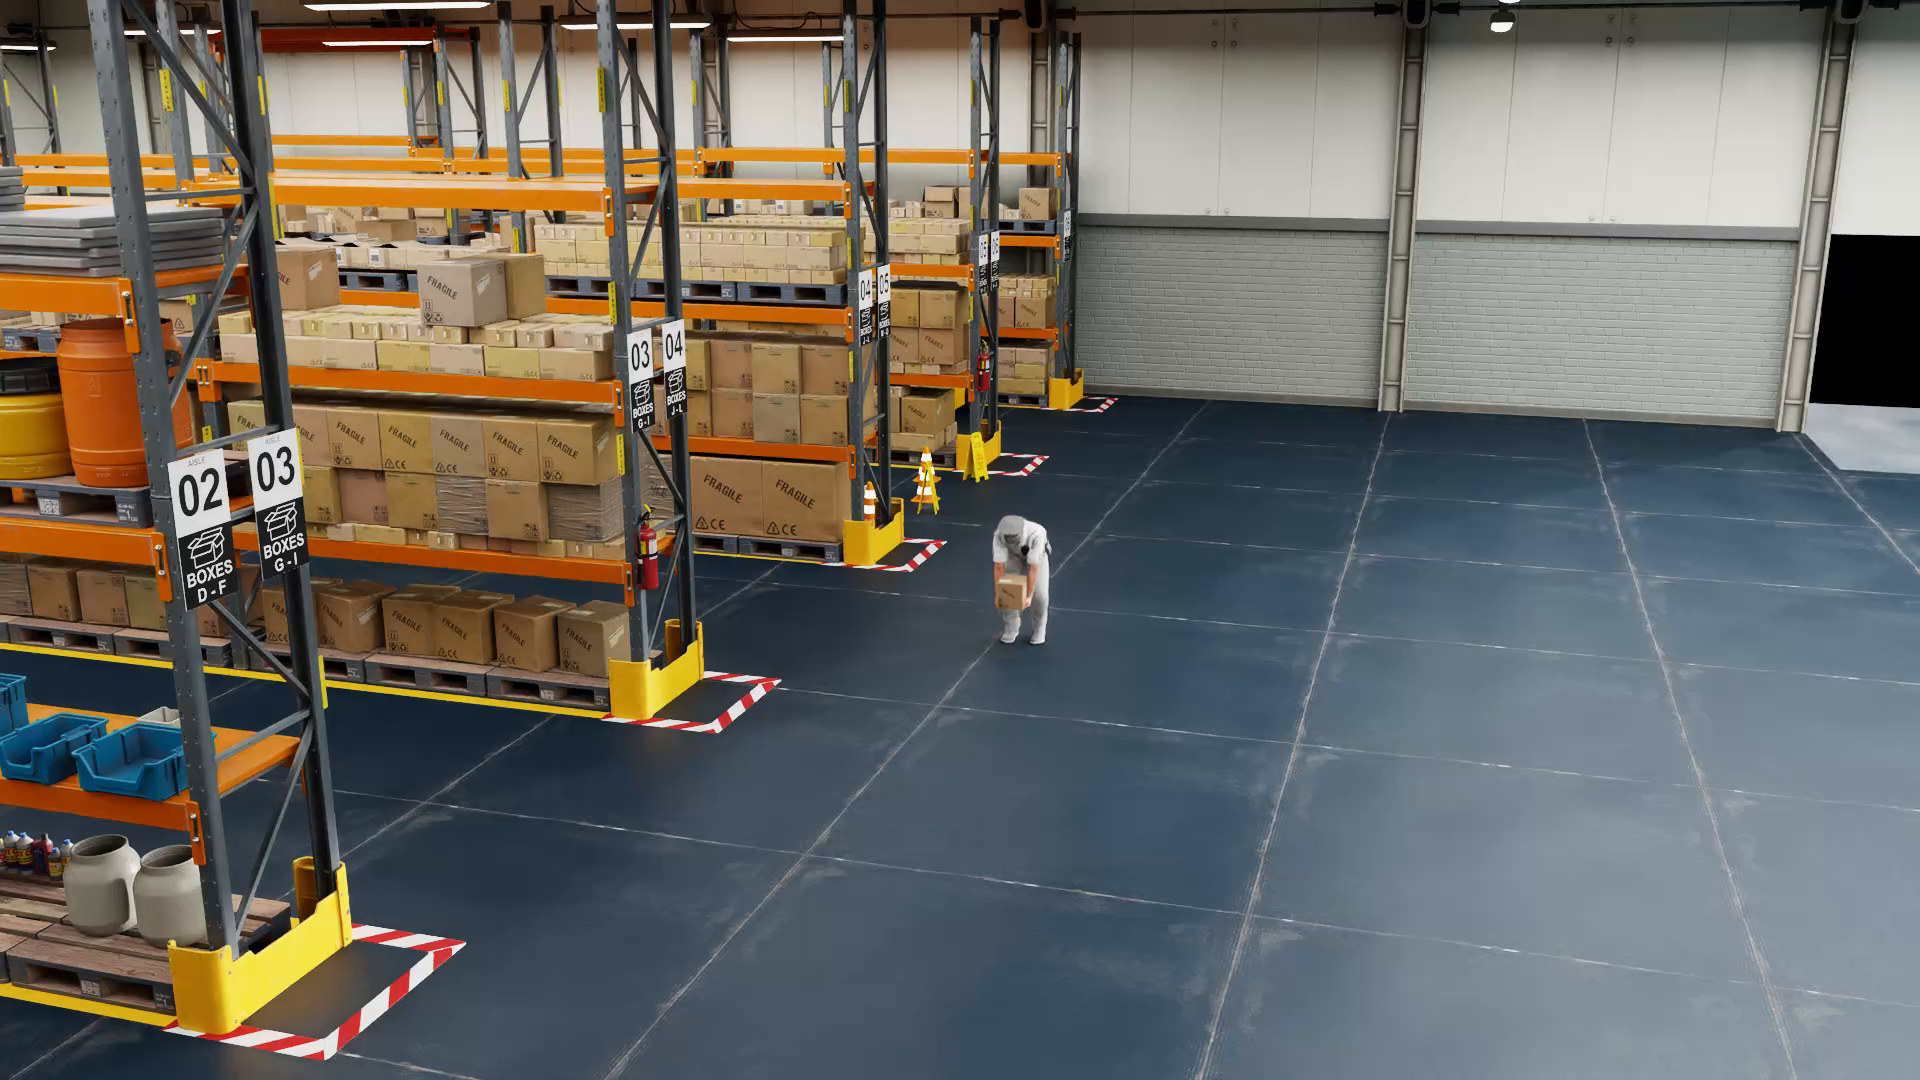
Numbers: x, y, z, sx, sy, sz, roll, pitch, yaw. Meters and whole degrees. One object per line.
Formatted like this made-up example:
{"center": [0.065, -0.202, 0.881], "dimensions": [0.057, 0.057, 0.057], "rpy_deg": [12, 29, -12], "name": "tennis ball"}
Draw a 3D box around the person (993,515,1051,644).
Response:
{"center": [0.557, 0.350, 15.498], "dimensions": [0.487, 1.341, 0.987], "rpy_deg": [4, 15, 14], "name": "person"}
